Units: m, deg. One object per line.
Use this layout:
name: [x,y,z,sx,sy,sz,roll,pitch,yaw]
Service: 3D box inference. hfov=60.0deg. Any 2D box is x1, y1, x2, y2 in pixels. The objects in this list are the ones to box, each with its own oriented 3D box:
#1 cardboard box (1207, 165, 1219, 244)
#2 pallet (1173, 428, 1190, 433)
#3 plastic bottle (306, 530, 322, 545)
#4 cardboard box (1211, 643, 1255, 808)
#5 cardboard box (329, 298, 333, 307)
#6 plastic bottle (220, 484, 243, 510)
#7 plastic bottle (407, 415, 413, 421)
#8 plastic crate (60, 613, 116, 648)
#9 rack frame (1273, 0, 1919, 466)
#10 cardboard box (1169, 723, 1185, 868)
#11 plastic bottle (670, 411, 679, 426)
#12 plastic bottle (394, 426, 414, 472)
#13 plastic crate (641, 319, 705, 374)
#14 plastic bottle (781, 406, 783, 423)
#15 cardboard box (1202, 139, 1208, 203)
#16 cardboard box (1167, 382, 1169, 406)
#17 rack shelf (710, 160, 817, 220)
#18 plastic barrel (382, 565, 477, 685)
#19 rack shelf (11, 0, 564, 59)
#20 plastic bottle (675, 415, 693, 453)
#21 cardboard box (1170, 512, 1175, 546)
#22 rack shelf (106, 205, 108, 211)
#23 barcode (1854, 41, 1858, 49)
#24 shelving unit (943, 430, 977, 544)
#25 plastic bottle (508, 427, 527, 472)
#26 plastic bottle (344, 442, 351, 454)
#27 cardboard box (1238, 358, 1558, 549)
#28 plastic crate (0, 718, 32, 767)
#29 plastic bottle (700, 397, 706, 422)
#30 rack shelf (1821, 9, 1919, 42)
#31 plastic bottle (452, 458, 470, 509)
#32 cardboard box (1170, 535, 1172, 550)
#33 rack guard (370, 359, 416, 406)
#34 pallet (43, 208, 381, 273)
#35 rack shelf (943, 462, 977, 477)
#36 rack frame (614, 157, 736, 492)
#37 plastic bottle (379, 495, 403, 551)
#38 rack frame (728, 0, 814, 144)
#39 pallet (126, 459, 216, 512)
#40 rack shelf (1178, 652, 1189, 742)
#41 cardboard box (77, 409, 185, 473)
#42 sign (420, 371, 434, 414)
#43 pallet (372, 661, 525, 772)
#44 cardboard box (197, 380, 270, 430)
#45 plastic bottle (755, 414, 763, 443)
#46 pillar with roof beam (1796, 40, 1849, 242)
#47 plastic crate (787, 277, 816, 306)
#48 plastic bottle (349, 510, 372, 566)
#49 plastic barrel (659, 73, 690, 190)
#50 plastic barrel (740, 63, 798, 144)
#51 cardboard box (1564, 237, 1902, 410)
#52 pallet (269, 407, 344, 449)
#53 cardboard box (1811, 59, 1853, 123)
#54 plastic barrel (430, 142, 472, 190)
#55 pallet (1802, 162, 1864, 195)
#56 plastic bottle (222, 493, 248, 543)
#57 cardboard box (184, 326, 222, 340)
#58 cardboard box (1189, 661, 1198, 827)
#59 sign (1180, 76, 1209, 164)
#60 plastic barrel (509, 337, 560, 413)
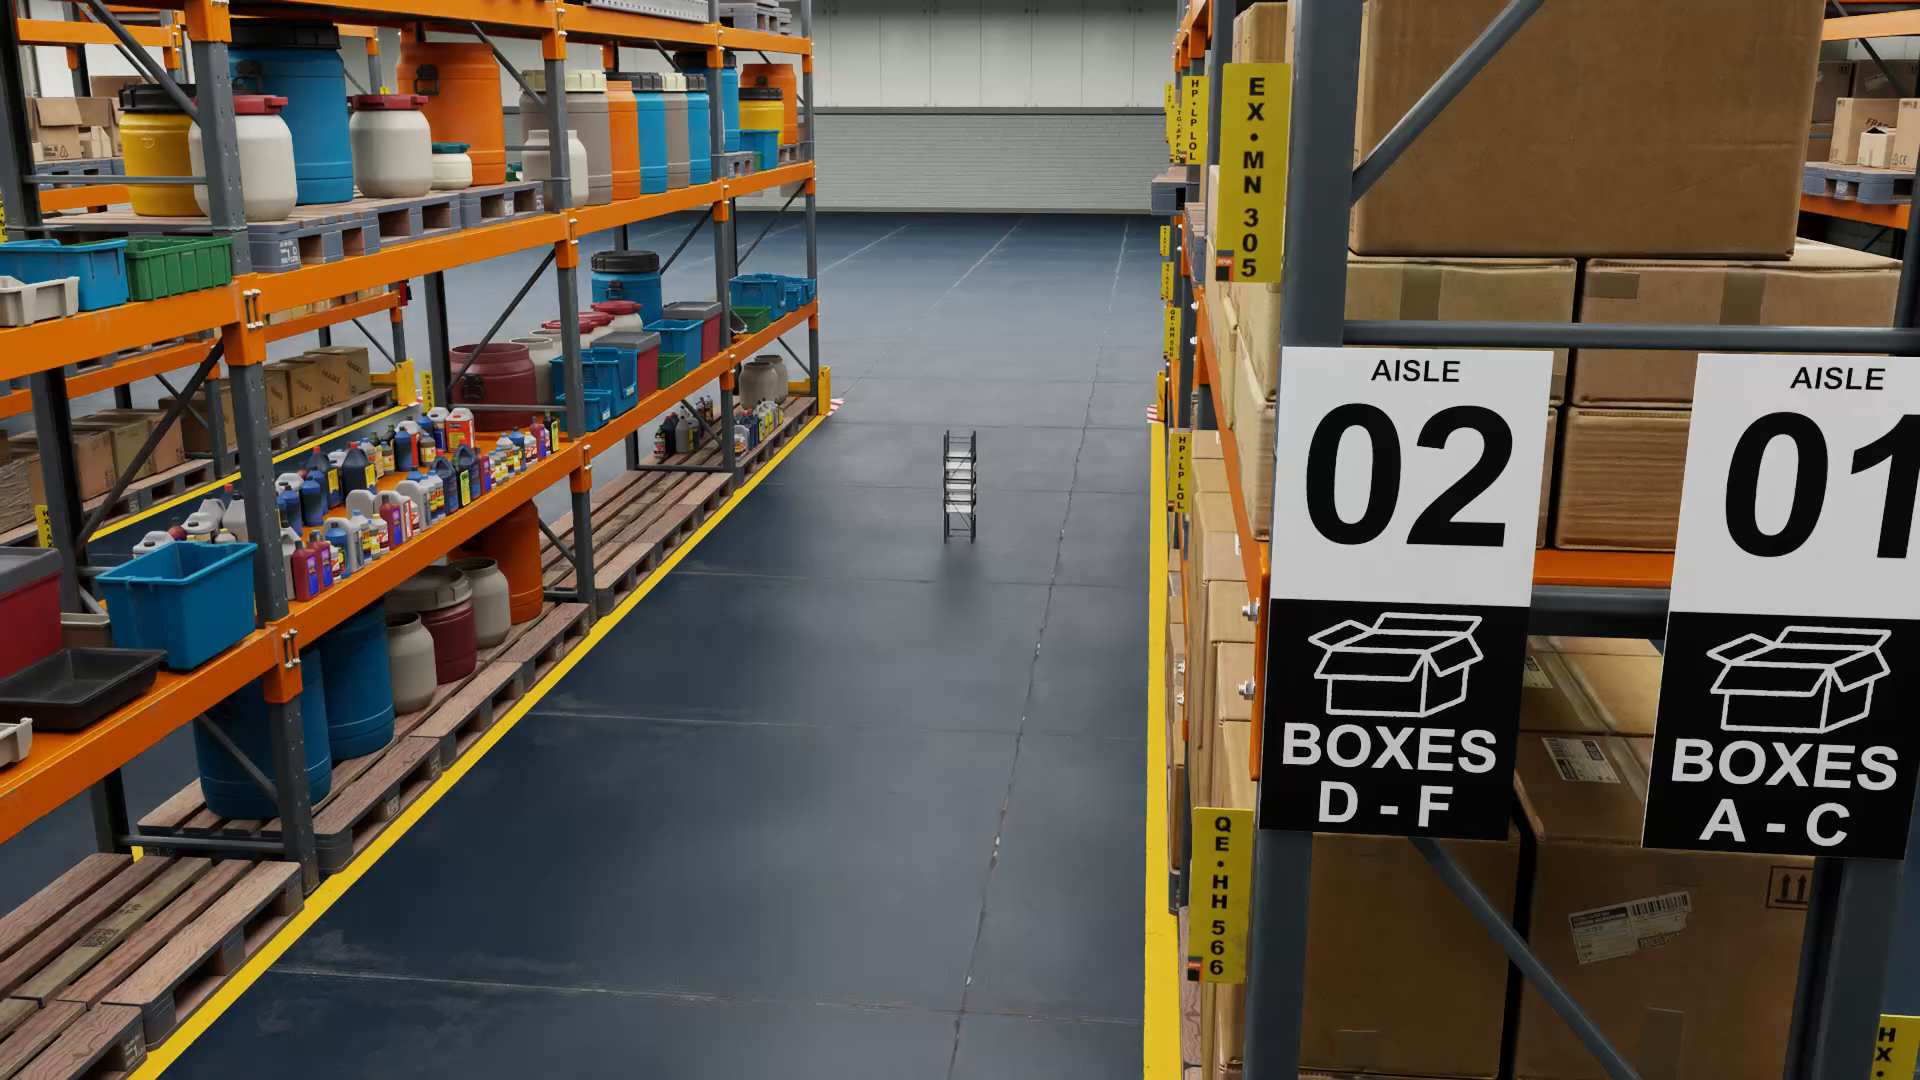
cardboard box: [1.143,-1.193,5.912,0.500,0.250,0.500,2,15,6]
pallet: [1.889,-0.462,9.992,1.213,0.211,1.003,2,15,6]
plastic bottle: [-3.131,0.051,8.107,0.097,0.201,0.097,0,15,0]
cardboard box: [0.826,0.557,3.750,0.500,0.500,0.500,2,15,8]
cardboard box: [-6.996,-2.574,17.917,0.380,0.149,0.250,2,15,6]
plastic bottle: [-3.678,-0.114,8.433,0.144,0.351,0.185,2,15,6]
plastic bottle: [-3.478,-0.637,10.493,0.061,0.283,0.133,2,15,6]
plastic crate: [-3.671,0.373,6.927,0.396,0.136,0.243,2,15,6]
rack frame: [0.993,-1.554,2.169,1.000,3.000,0.127,2,15,6]
cardboard box: [1.215,1.163,7.562,0.500,0.500,0.500,2,15,6]
plastic bottle: [-2.766,-1.076,16.126,0.144,0.351,0.185,1,15,3]
plastic bottle: [-3.428,-0.564,10.247,0.097,0.271,0.097,0,15,0]
plastic crate: [-2.390,-1.614,13.915,0.392,0.384,0.575,2,15,6]
plastic bottle: [-1.895,-1.327,17.340,0.097,0.201,0.097,0,15,0]
cardboard box: [1.822,-1.983,9.309,0.910,0.500,0.500,2,15,6]
cardboard box: [2.517,-1.550,18.112,0.500,0.250,0.500,2,15,6]
rack shelf: [-2.349,-3.536,16.626,1.077,0.370,4.000,2,15,6]
plastic barrel: [-3.191,0.502,9.874,0.600,0.588,0.708,2,15,6]
rack shelf: [-3.251,-2.716,8.613,1.077,0.370,4.000,2,15,6]
plastic bottle: [-2.645,-1.022,15.927,0.144,0.351,0.185,2,15,6]
cardboard box: [1.762,-0.157,11.884,0.500,0.311,0.500,1,15,5]
rack shelf: [-7.270,-3.682,17.165,1.077,0.370,4.000,2,15,6]
barcode: [7.854,-4.338,14.573,0.001,0.075,0.075,2,15,6]
shelving unit: [-0.001,-0.432,13.537,0.258,0.900,0.210,2,15,6]
plastic bottle: [-2.727,-0.560,10.234,0.097,0.271,0.097,0,15,0]
plastic bottle: [-3.571,-0.422,9.700,0.061,0.283,0.133,2,15,6]
cardboard box: [0.789,-0.174,3.101,0.500,0.250,0.500,2,15,6]
plastic crate: [-3.375,0.717,5.655,0.293,0.136,0.466,2,15,6]
plastic bottle: [-2.681,-1.336,17.218,0.061,0.283,0.133,2,15,7]
rack shelf: [7.044,-3.462,11.370,1.077,0.370,4.000,2,15,6]
plastic bottle: [-2.812,-0.327,9.347,0.061,0.283,0.133,2,15,6]
cardboard box: [1.767,0.115,11.955,0.500,0.250,0.500,2,15,6]
rack guard: [-7.053,-1.874,19.634,1.175,0.500,0.348,2,15,6]
pallet: [-3.486,-1.405,7.727,1.213,0.211,1.003,2,15,6]
rack shelf: [-0.001,-0.574,13.499,0.258,0.077,0.200,2,15,6]
rack frame: [-2.574,-1.917,15.005,1.000,3.000,0.127,2,15,6]
plastic bottle: [-2.911,-0.099,8.504,0.061,0.283,0.133,2,15,6]
rack frame: [-2.123,-5.850,18.058,1.000,3.000,0.127,2,15,6]
pallet: [-7.582,-0.515,15.161,1.003,0.211,1.213,2,15,6]
rack shelf: [1.219,1.171,4.964,1.077,0.370,4.000,2,15,6]
cardboard box: [-7.586,-0.910,15.227,0.700,0.500,0.500,1,15,2]
sign: [-3.573,-0.973,11.200,0.100,0.325,0.005,2,15,6]
pallet: [-3.213,0.988,9.605,1.003,0.211,1.213,2,15,6]
cardboard box: [-7.354,-1.310,16.745,0.500,0.500,0.500,7,17,24]
plastic bottle: [-1.990,-1.106,16.366,0.061,0.283,0.133,2,15,9]
pillar with roof beam: [4.224,-5.478,16.683,9.100,9.000,0.400,2,15,6]
plastic crate: [-1.882,-2.744,18.348,0.499,0.251,0.616,2,15,6]
plastic bottle: [-2.965,-0.013,8.210,0.097,0.271,0.097,0,15,0]
plastic barrel: [-2.490,-3.299,13.409,0.600,0.901,0.600,0,15,0]
plastic barrel: [-2.051,-4.683,17.859,0.600,0.830,0.708,2,15,6]
cardboard box: [1.310,-0.400,2.979,0.500,0.250,0.500,2,15,6]
pallet: [-7.320,-1.209,17.730,1.003,0.211,1.213,2,15,6]
cardboard box: [7.057,-3.752,13.898,0.500,0.500,0.500,0,15,1]
plastic barrel: [-3.001,-2.181,9.696,0.301,0.262,0.301,0,15,0]
pallet: [7.094,-2.826,12.978,1.213,0.211,1.003,2,15,6]
plastic bottle: [-3.555,-0.062,8.240,0.144,0.351,0.185,2,15,6]
cardboard box: [-7.172,-1.988,15.751,0.380,0.149,0.250,2,15,6]
cardboard box: [1.003,0.643,5.345,0.500,0.500,0.500,2,15,6]
sign: [0.892,-1.598,6.335,0.100,0.325,0.005,2,15,6]
plastic barrel: [-3.122,-1.207,12.164,0.421,0.512,0.421,0,15,0]
